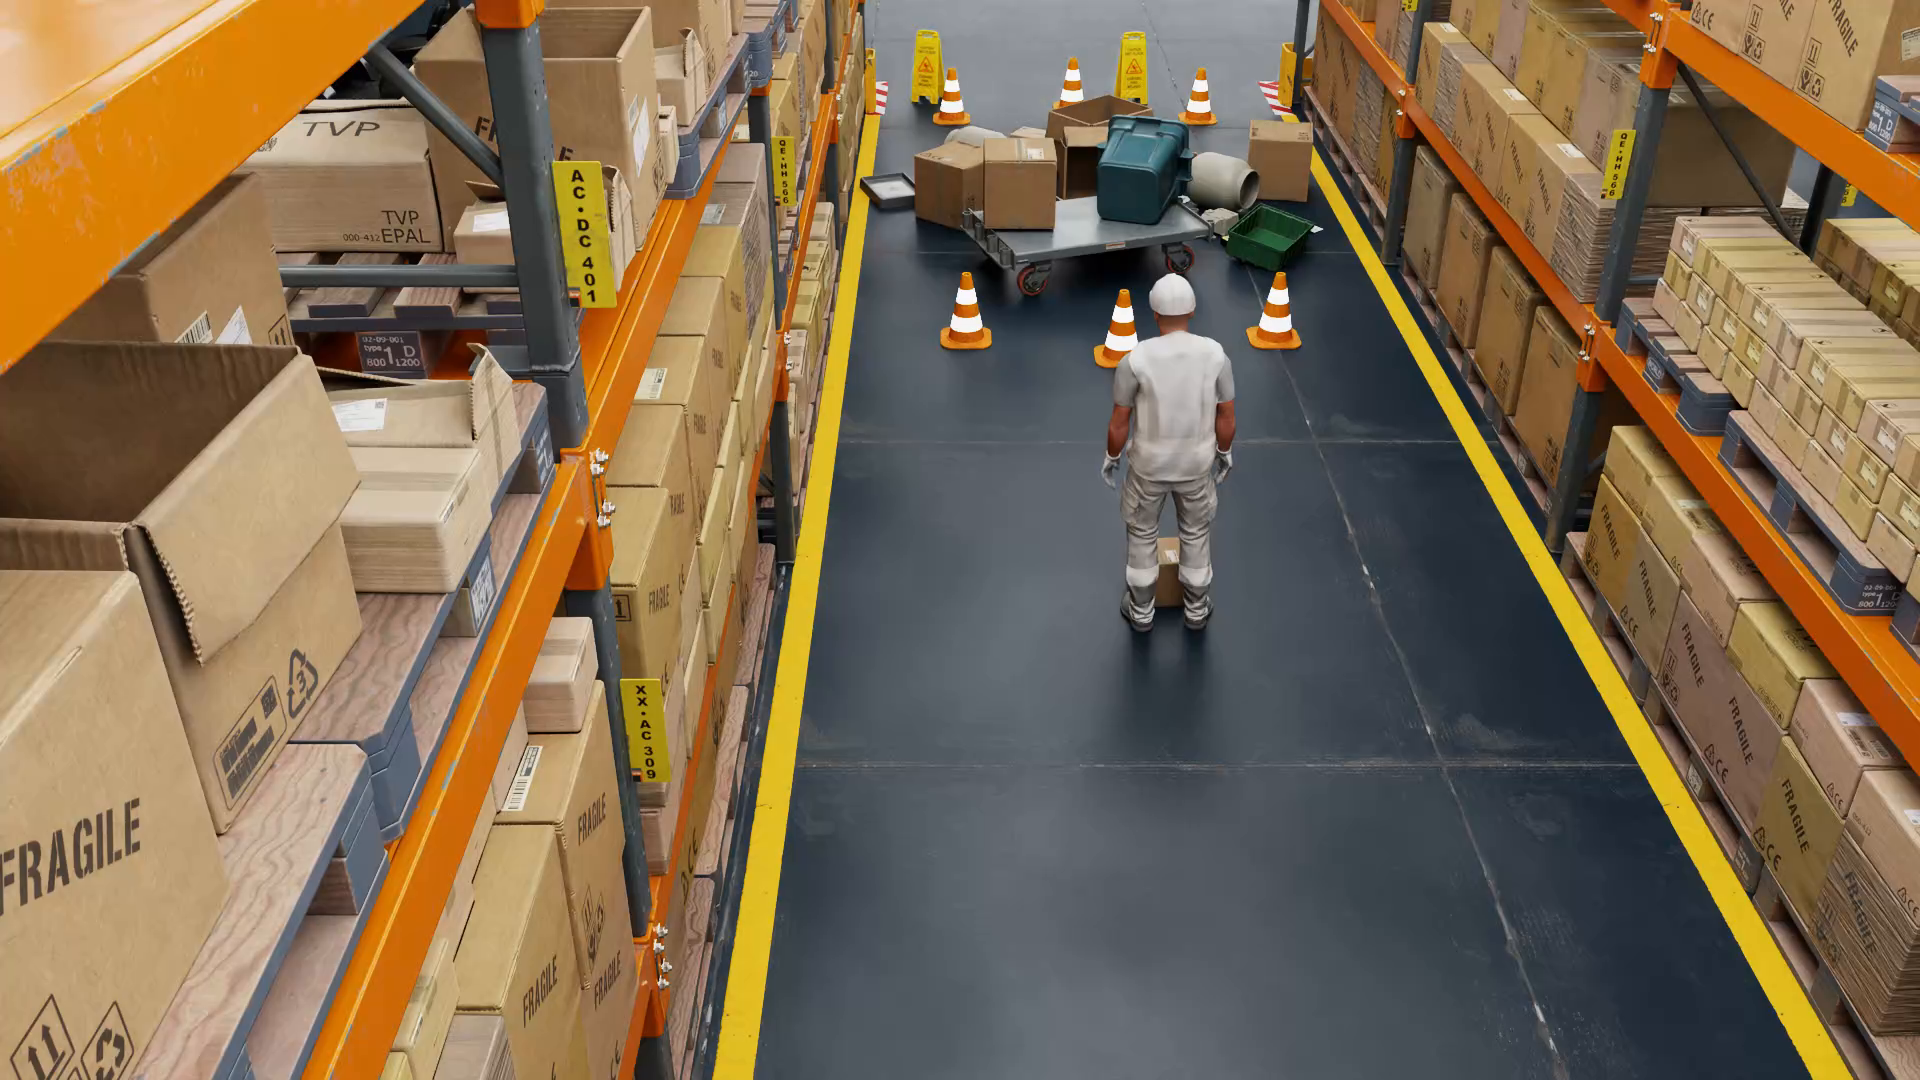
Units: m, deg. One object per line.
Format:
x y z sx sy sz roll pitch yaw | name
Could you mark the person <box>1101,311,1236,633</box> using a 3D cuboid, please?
13.363 -4.755 14.999 26.309 1.734 16.022 -2 31 -3 | person
